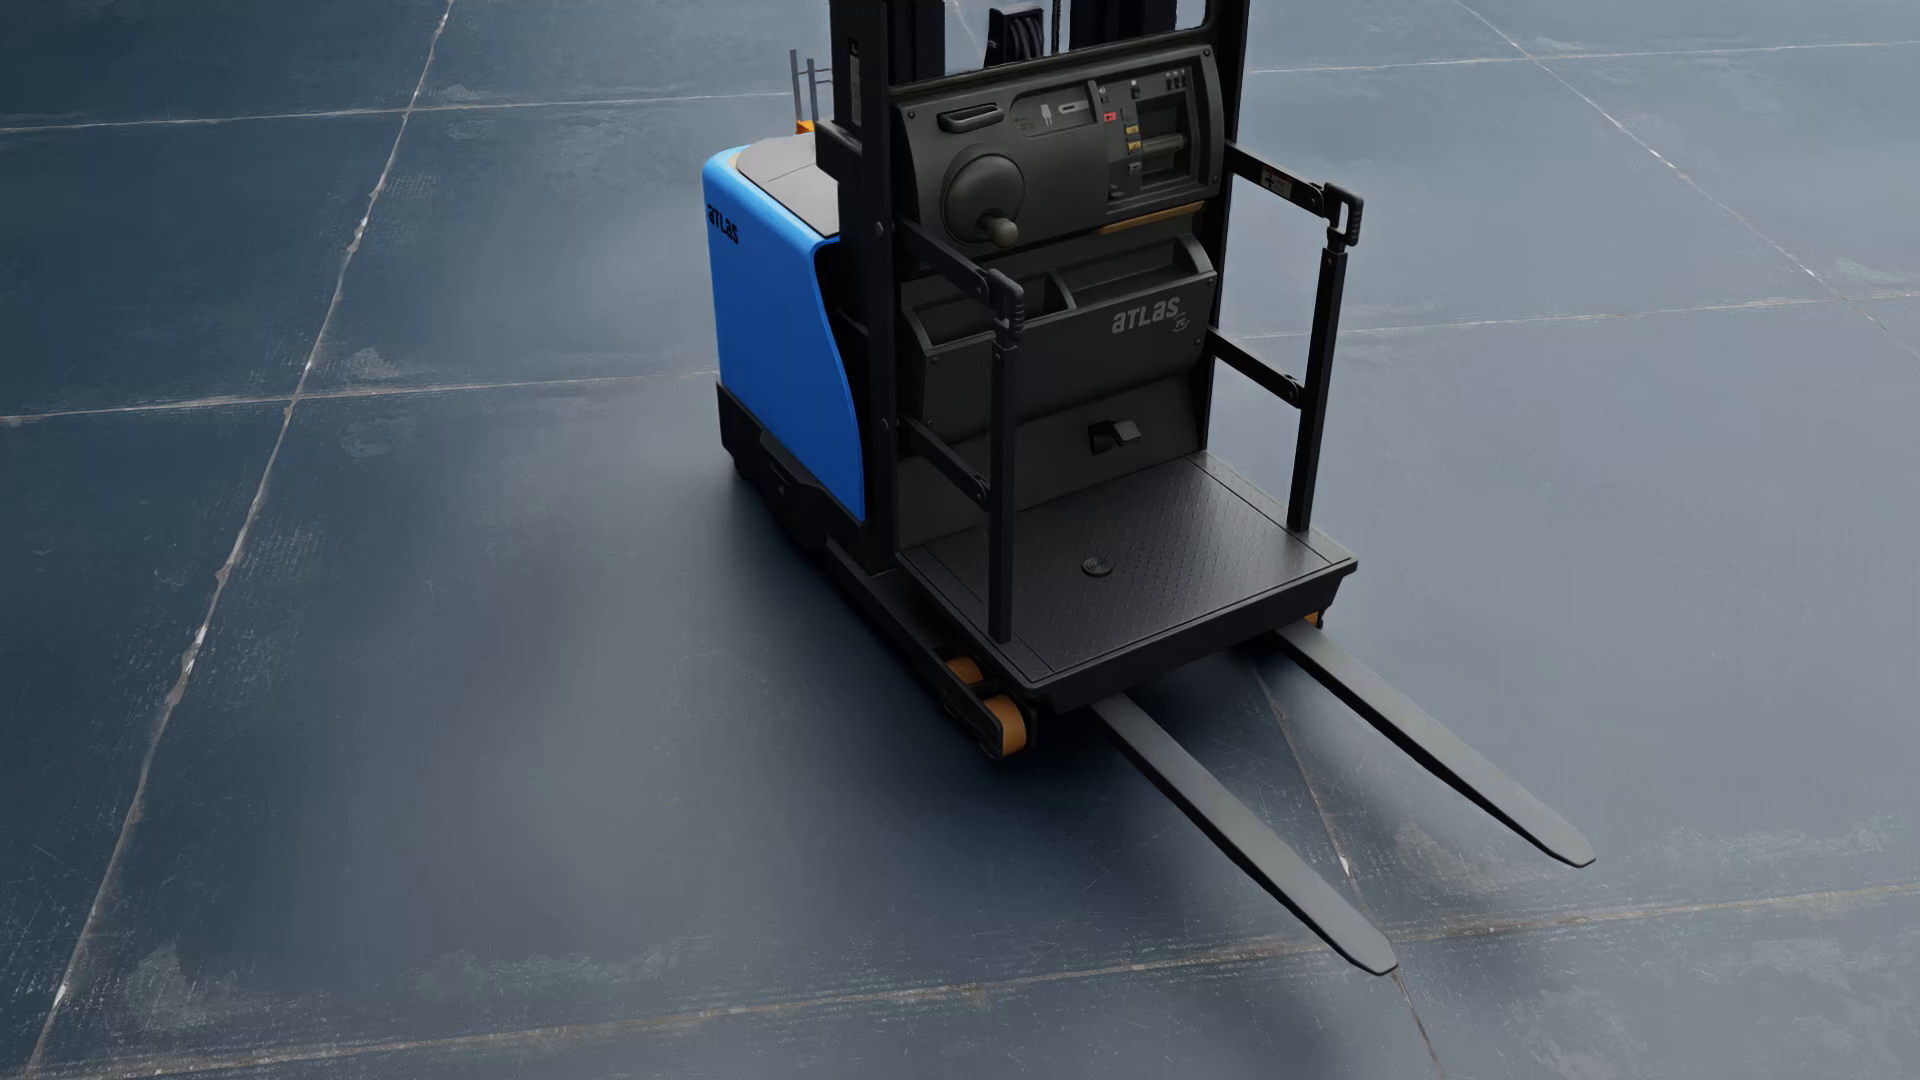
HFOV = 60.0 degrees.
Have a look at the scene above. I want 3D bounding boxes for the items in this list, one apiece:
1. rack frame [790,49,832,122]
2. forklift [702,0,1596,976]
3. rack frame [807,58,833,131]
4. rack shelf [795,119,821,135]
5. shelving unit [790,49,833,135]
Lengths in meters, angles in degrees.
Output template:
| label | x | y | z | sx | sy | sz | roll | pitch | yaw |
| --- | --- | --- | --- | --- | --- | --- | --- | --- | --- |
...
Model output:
| label | x | y | z | sx | sy | sz | roll | pitch | yaw |
| --- | --- | --- | --- | --- | --- | --- | --- | --- | --- |
| rack frame | -0.424 | -1.124 | 5.842 | 0.240 | 1.200 | 0.006 | -13 | 29 | -19 |
| forklift | 0.386 | -0.935 | 4.019 | 1.130 | 2.935 | 3.031 | -19 | 39 | -25 |
| rack frame | -0.353 | -1.051 | 5.690 | 0.240 | 1.200 | 0.006 | -13 | 29 | -19 |
| rack shelf | -0.405 | -1.368 | 5.623 | 0.258 | 0.103 | 0.180 | -13 | 29 | -19 |
| shelving unit | -0.388 | -1.087 | 5.766 | 0.258 | 1.200 | 0.189 | -13 | 29 | -19 |
